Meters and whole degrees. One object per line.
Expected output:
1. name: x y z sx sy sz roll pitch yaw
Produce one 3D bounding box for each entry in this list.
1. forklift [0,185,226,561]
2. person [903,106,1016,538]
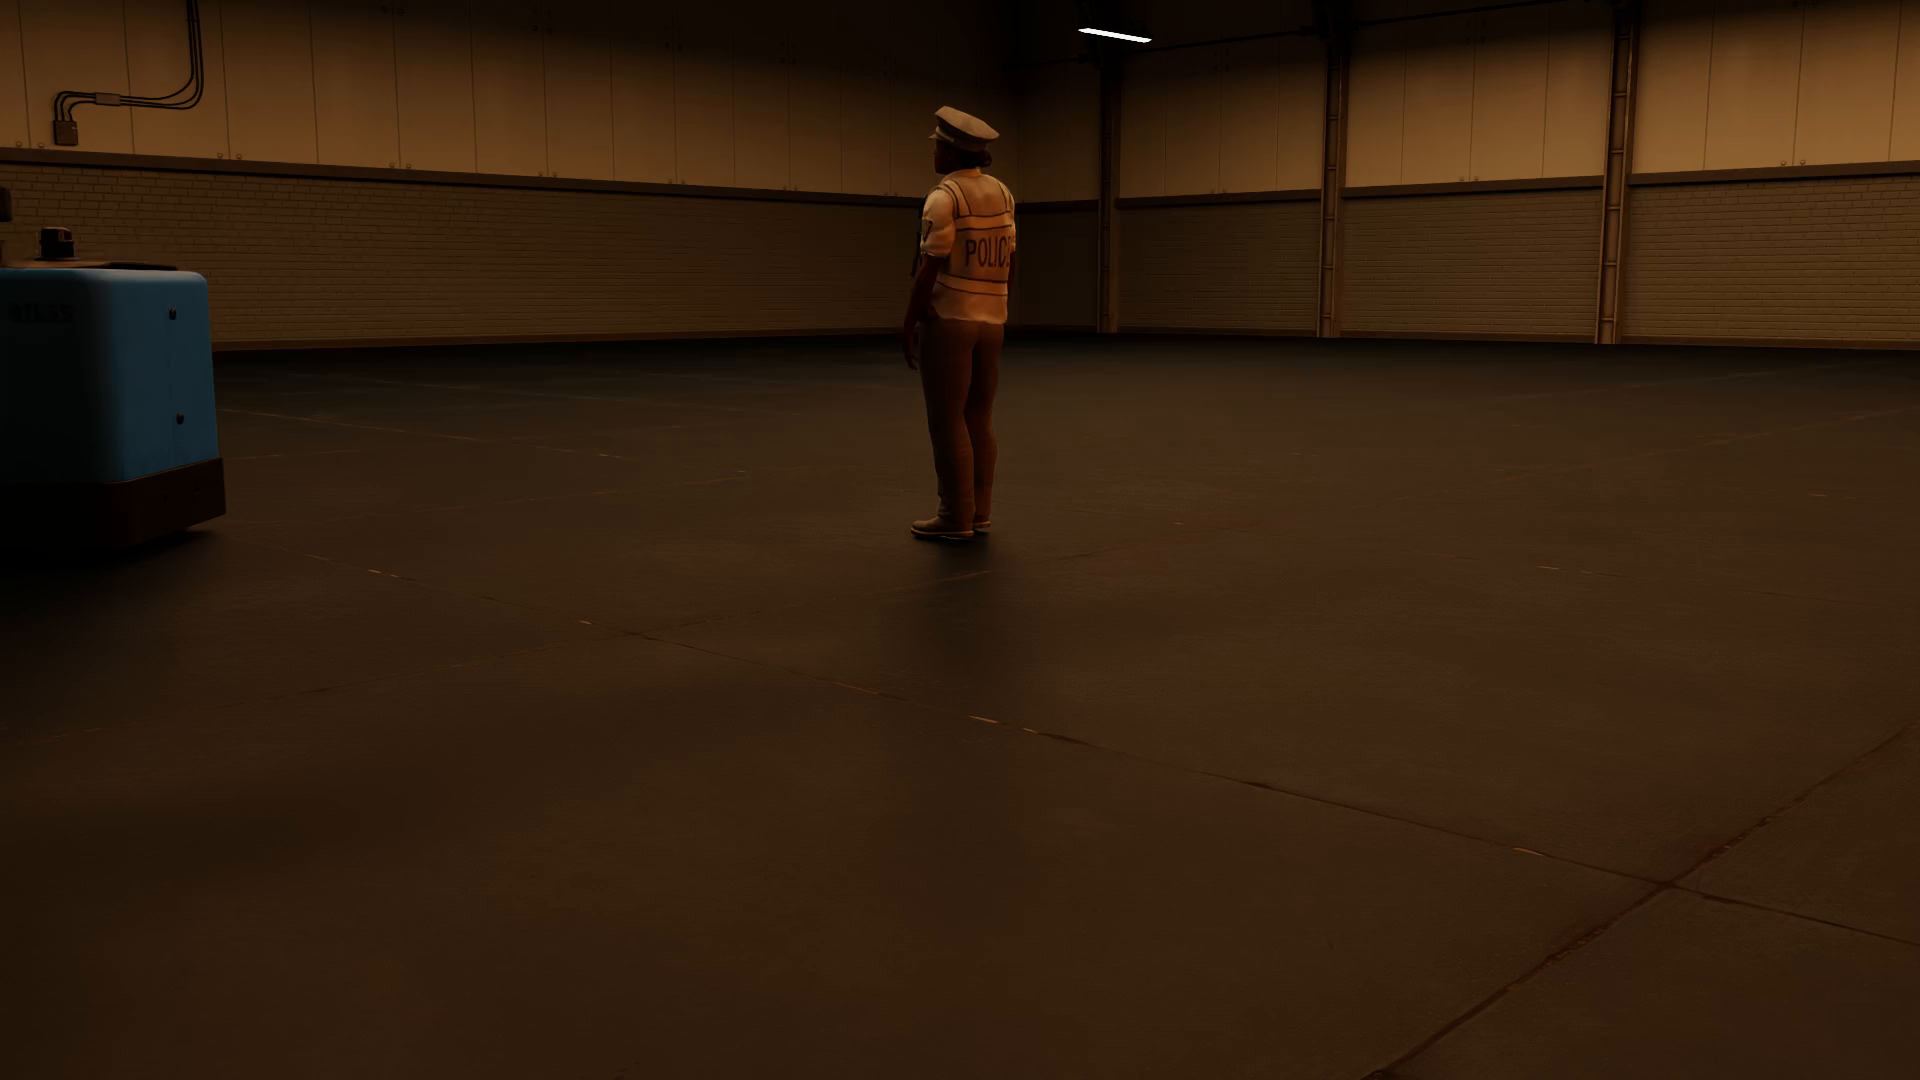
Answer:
1. forklift: -4.562 -1.411 6.245 3.031 2.935 1.130 0 9 -3
2. person: -0.041 -0.855 6.655 0.528 1.697 0.570 8 12 43
